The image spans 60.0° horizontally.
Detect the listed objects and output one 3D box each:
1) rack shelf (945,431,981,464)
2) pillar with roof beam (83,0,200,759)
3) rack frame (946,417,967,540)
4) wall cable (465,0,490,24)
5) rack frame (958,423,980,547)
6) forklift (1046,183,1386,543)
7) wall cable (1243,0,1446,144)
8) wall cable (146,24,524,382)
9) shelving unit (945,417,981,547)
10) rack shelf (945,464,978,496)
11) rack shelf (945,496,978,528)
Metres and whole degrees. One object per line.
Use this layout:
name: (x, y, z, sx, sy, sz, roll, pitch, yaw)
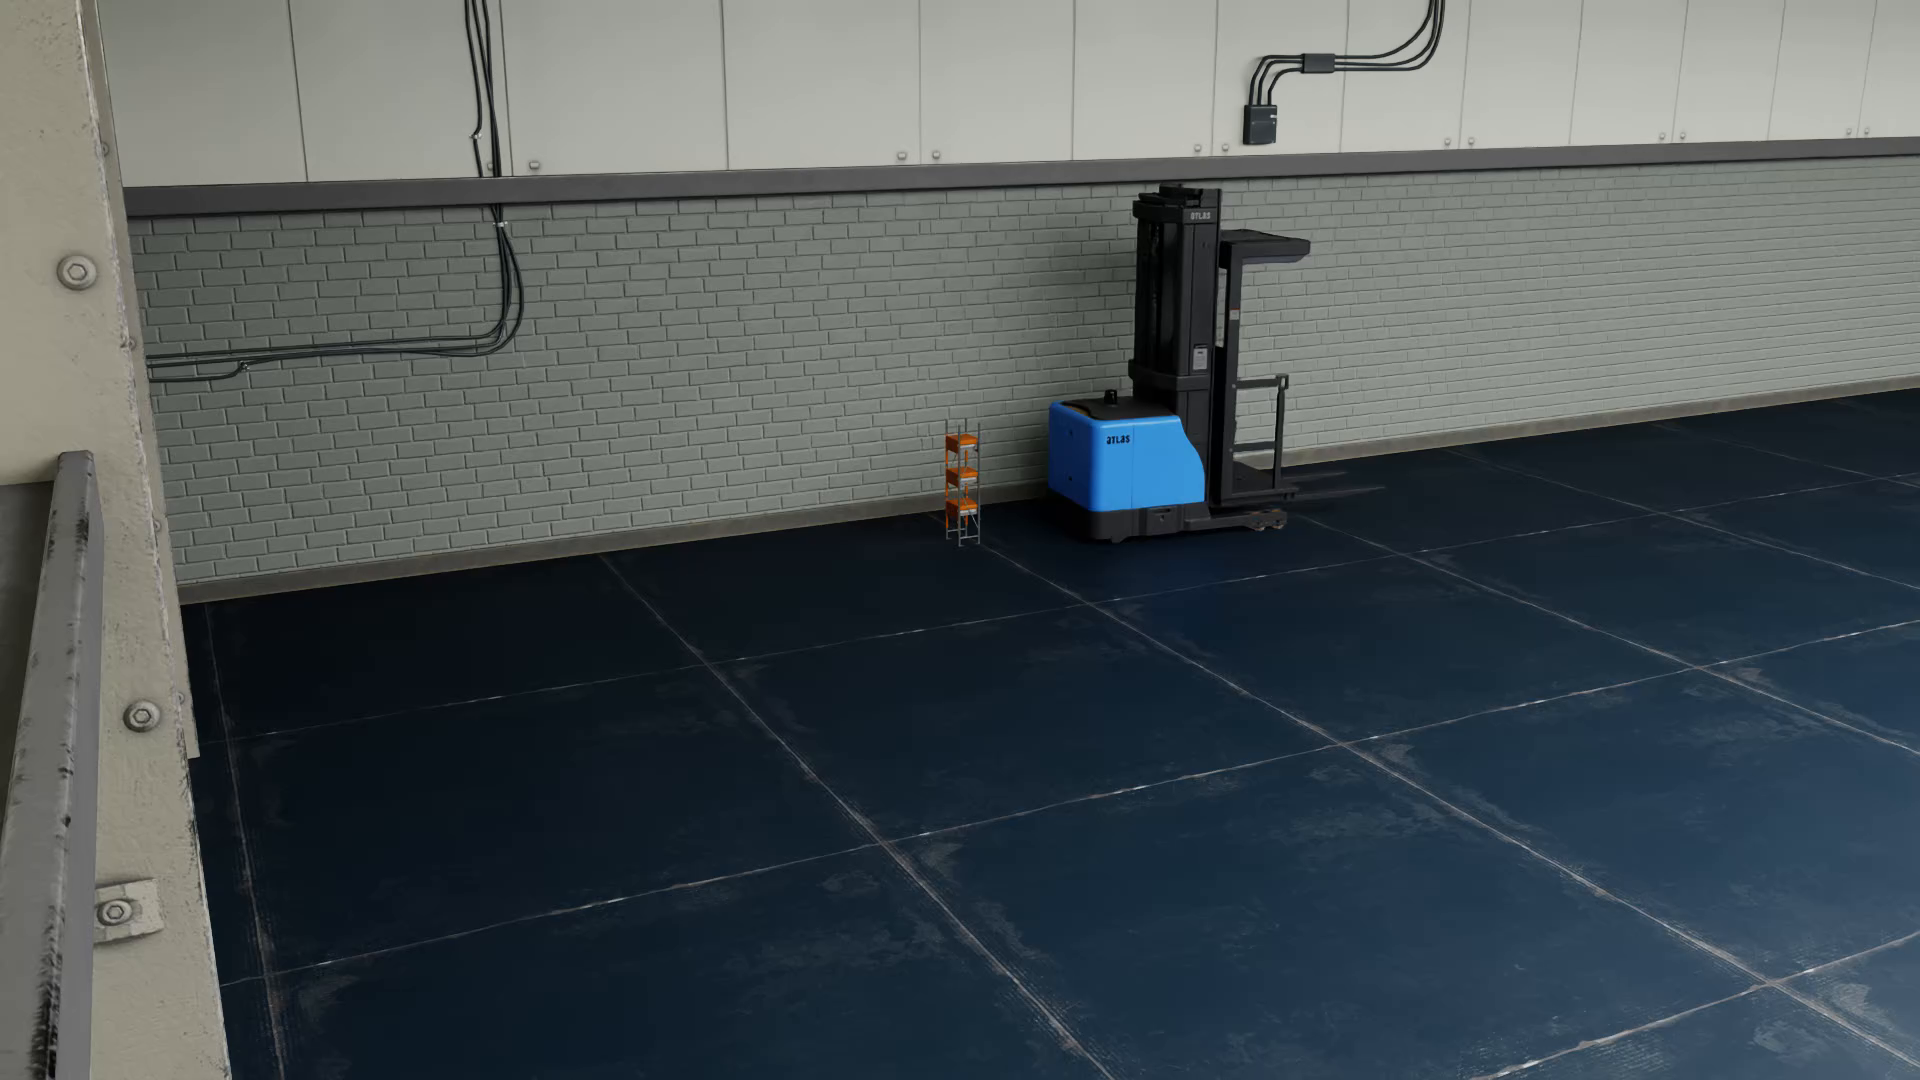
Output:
rack shelf: (0.023, -0.754, 13.984, 0.215, 0.259, 0.240, -8, 18, -25)
pillar with roof beam: (-0.836, -3.599, 10.479, 9.100, 9.000, 0.400, -8, 18, -25)
rack frame: (-0.030, -0.522, 14.165, 0.200, 1.050, 0.008, -8, 18, -25)
wall cable: (-2.376, -5.231, 12.640, 3.097, 2.526, 0.112, -8, 18, -25)
rack frame: (0.077, -0.461, 13.954, 0.200, 1.050, 0.008, -8, 18, -25)
forklift: (2.340, -1.616, 14.567, 3.031, 2.935, 1.130, -6, 17, -20)
wall cable: (3.733, -6.747, 15.284, 2.305, 6.003, 0.169, -8, 18, -25)
wall cable: (-4.808, -2.477, 12.197, 3.097, 2.526, 0.112, -8, 18, -25)
shelving unit: (0.023, -0.491, 14.060, 0.215, 1.050, 0.252, -8, 18, -25)
rack shelf: (0.023, -0.481, 14.063, 0.215, 0.259, 0.240, -8, 18, -25)
rack shelf: (0.023, -0.214, 14.139, 0.215, 0.259, 0.240, -8, 18, -25)
